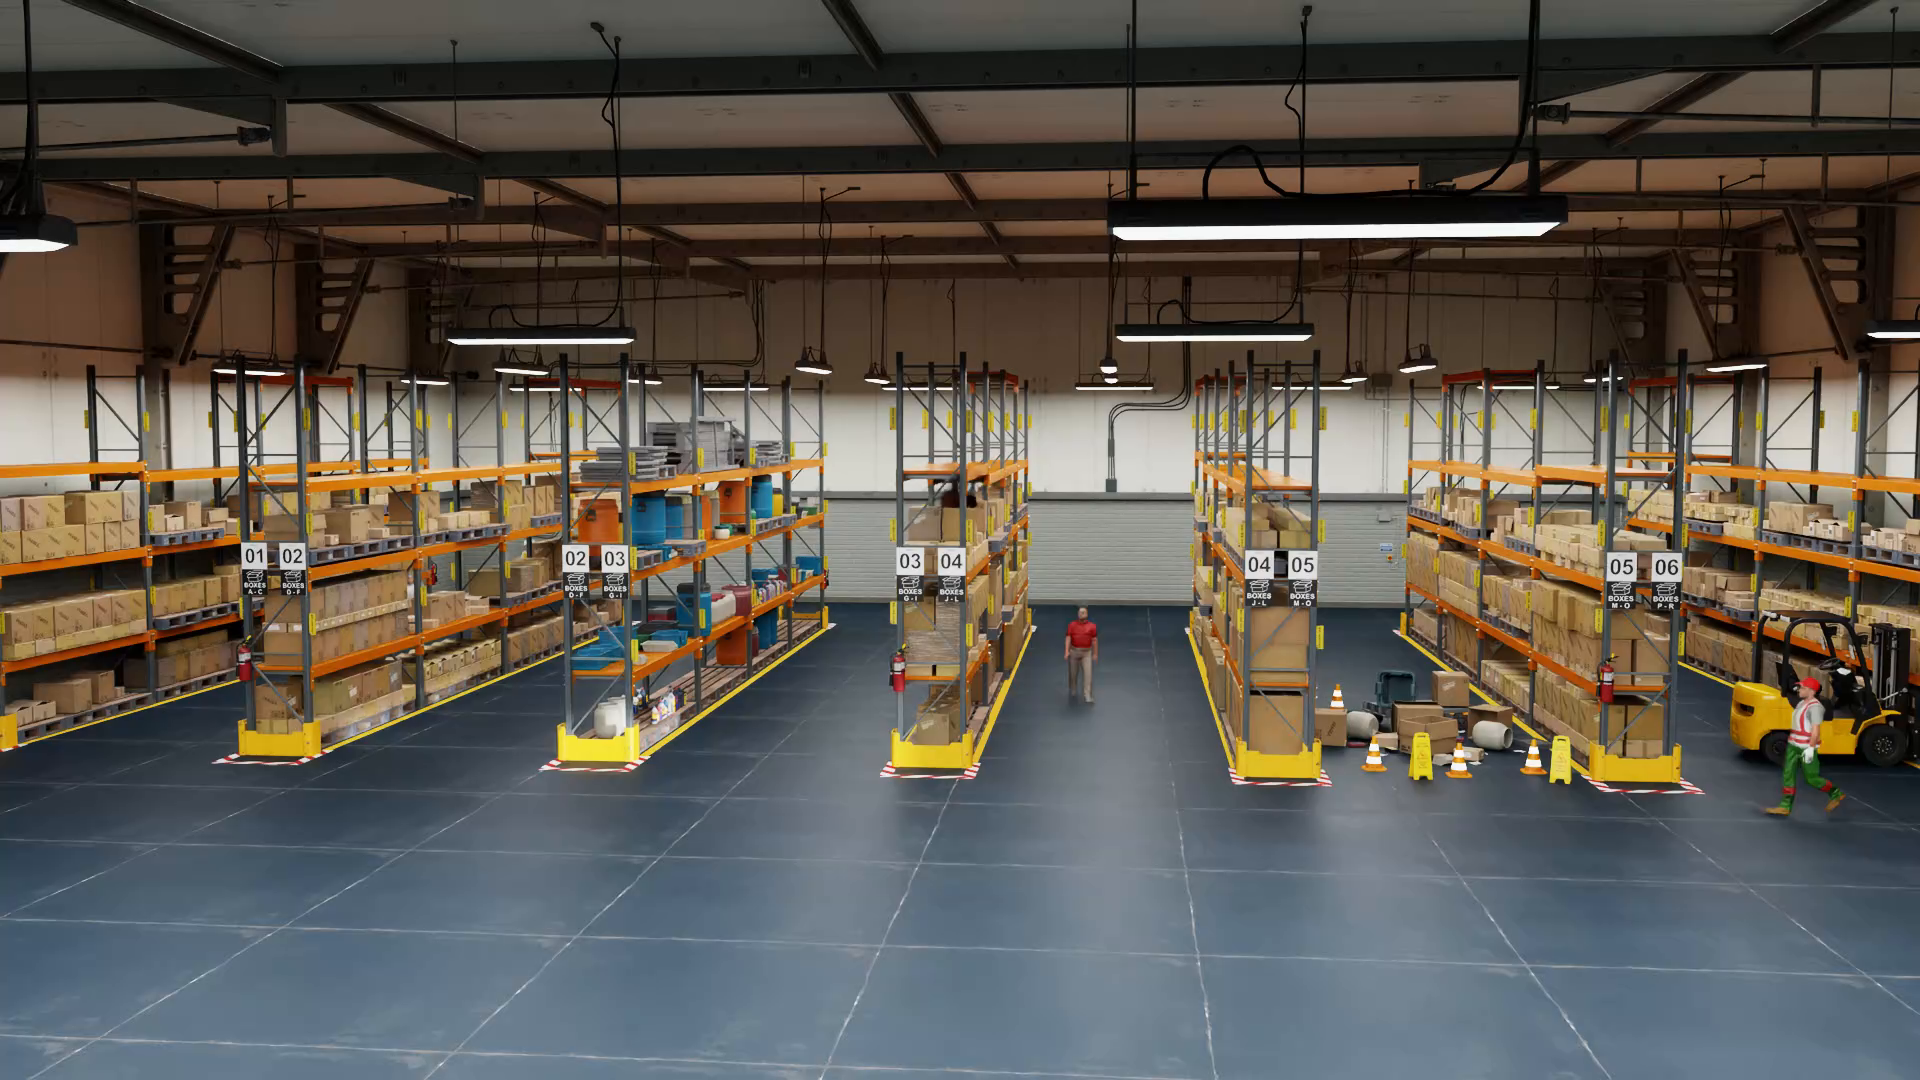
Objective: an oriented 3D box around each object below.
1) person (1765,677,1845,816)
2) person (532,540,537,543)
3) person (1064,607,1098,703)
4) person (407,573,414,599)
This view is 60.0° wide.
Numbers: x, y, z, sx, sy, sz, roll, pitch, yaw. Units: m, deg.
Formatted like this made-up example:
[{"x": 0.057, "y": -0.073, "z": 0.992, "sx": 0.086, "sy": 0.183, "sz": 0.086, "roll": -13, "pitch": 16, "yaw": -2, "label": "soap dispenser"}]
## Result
[{"x": 10.755, "y": 2.625, "z": 21.093, "sx": 0.907, "sy": 1.774, "sz": 0.537, "roll": -1, "pitch": 4, "yaw": -10, "label": "person"}, {"x": -11.559, "y": 0.872, "z": 45.520, "sx": 0.478, "sy": 1.767, "sz": 0.556, "roll": 1, "pitch": 4, "yaw": 18, "label": "person"}, {"x": 2.170, "y": 2.048, "z": 29.767, "sx": 0.621, "sy": 1.672, "sz": 1.025, "roll": 0, "pitch": 4, "yaw": -1, "label": "person"}, {"x": -12.305, "y": 1.537, "z": 37.111, "sx": 0.566, "sy": 1.642, "sz": 0.914, "roll": 0, "pitch": 4, "yaw": -5, "label": "person"}]
